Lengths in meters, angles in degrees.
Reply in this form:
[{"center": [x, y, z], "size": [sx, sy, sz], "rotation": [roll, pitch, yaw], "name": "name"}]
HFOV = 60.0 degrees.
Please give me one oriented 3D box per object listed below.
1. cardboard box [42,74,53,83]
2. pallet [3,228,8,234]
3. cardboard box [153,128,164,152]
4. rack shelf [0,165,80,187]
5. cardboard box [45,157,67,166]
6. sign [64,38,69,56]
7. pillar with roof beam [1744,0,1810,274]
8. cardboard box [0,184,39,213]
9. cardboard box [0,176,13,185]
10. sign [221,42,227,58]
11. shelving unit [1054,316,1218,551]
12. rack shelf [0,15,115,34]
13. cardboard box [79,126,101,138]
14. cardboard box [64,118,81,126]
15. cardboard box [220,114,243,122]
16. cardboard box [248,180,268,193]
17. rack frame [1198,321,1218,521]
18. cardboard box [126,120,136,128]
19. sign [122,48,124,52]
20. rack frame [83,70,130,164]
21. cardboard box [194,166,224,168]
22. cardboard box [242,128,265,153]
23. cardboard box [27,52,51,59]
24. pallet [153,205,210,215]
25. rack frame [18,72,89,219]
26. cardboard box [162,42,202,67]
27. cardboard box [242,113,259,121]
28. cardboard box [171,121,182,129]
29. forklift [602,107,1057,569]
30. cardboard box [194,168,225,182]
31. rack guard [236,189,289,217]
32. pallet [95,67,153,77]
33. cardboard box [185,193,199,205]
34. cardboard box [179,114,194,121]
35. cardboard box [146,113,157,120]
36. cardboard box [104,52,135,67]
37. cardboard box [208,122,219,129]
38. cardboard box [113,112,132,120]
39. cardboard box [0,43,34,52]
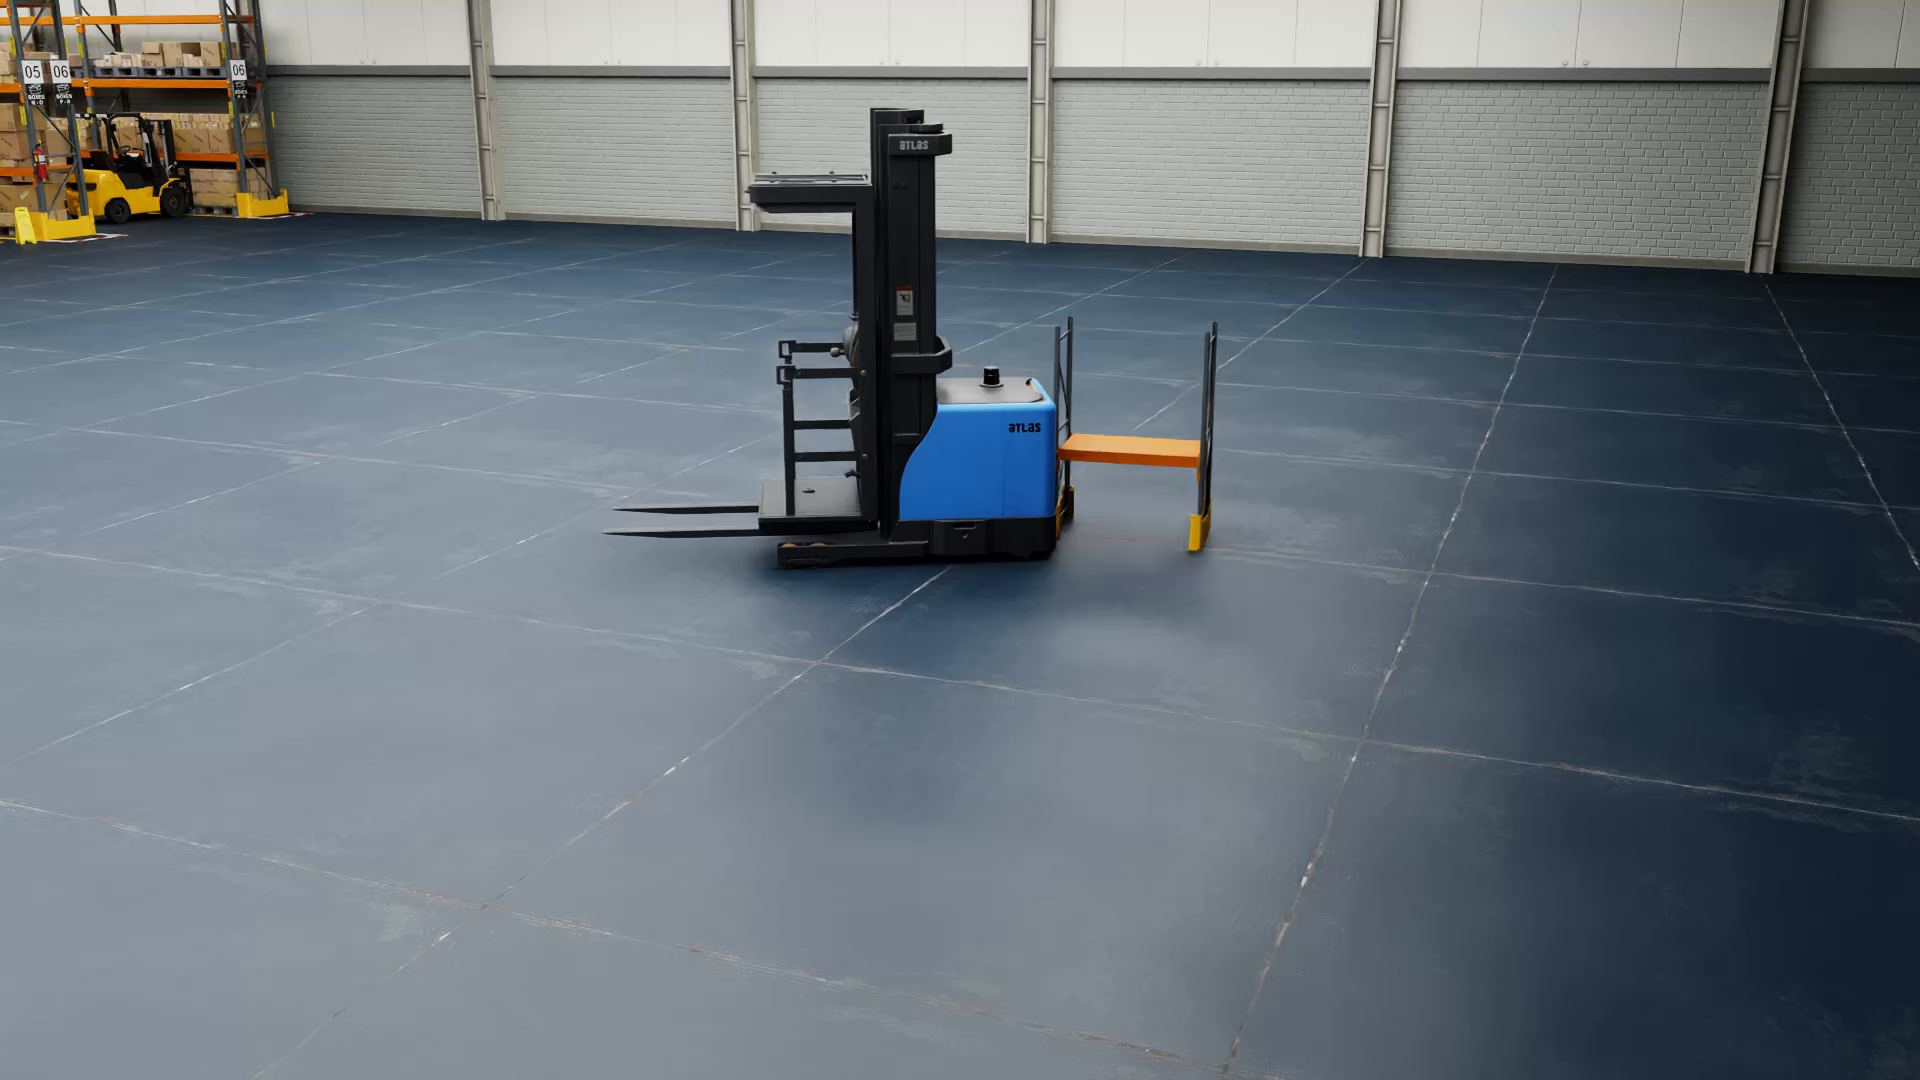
[{"center": [-16.991, -8.585, 30.934], "size": [0.250, 0.149, 0.380], "rotation": [6, 17, 21], "name": "cardboard box"}, {"center": [-18.746, -6.033, 32.075], "size": [1.213, 0.211, 1.003], "rotation": [6, 17, 21], "name": "pallet"}, {"center": [-16.966, -8.621, 35.810], "size": [0.500, 0.500, 0.500], "rotation": [6, 17, 21], "name": "cardboard box"}, {"center": [-18.663, -7.006, 31.715], "size": [4.000, 0.370, 1.077], "rotation": [6, 17, 21], "name": "rack shelf"}, {"center": [-17.042, -7.114, 31.250], "size": [0.250, 0.149, 0.380], "rotation": [6, 17, 21], "name": "cardboard box"}, {"center": [-16.603, -9.148, 30.855], "size": [0.005, 0.325, 0.100], "rotation": [6, 17, 21], "name": "sign"}, {"center": [11.027, -7.435, 21.143], "size": [0.400, 9.000, 9.100], "rotation": [6, 17, 21], "name": "pillar with roof beam"}, {"center": [-17.643, -6.402, 31.180], "size": [0.500, 0.500, 0.500], "rotation": [6, 17, 21], "name": "cardboard box"}, {"center": [-18.009, -6.734, 31.159], "size": [0.250, 0.149, 0.380], "rotation": [7, 18, 22], "name": "cardboard box"}, {"center": [-15.196, -10.123, 34.336], "size": [0.005, 0.325, 0.100], "rotation": [6, 17, 21], "name": "sign"}, {"center": [1.205, -0.762, 11.608], "size": [1.083, 1.500, 0.587], "rotation": [4, 17, 14], "name": "shelving unit"}, {"center": [-20.566, -11.392, 36.780], "size": [4.000, 0.370, 1.077], "rotation": [6, 17, 21], "name": "rack shelf"}, {"center": [-19.256, -8.995, 36.652], "size": [0.500, 0.250, 0.500], "rotation": [6, 17, 19], "name": "cardboard box"}, {"center": [-19.559, -9.241, 36.781], "size": [0.250, 0.149, 0.380], "rotation": [6, 17, 21], "name": "cardboard box"}, {"center": [-15.395, -8.919, 35.138], "size": [0.250, 0.149, 0.380], "rotation": [6, 17, 21], "name": "cardboard box"}, {"center": [-15.345, -7.658, 35.953], "size": [0.500, 0.250, 0.500], "rotation": [7, 17, 22], "name": "cardboard box"}, {"center": [1.706, -0.726, 11.483], "size": [0.032, 1.500, 0.500], "rotation": [4, 17, 14], "name": "rack frame"}, {"center": [-17.809, -9.012, 35.994], "size": [0.250, 0.149, 0.380], "rotation": [7, 17, 22], "name": "cardboard box"}, {"center": [-18.503, -10.714, 36.751], "size": [0.005, 0.325, 0.100], "rotation": [6, 17, 21], "name": "sign"}, {"center": [-18.705, -8.843, 36.756], "size": [0.127, 3.000, 1.000], "rotation": [6, 17, 21], "name": "rack frame"}, {"center": [-16.289, -7.998, 36.229], "size": [0.500, 0.250, 0.500], "rotation": [6, 17, 20], "name": "cardboard box"}, {"center": [-15.343, -8.605, 35.755], "size": [0.500, 0.500, 0.500], "rotation": [7, 18, 22], "name": "cardboard box"}, {"center": [-17.058, -8.939, 30.724], "size": [0.250, 0.149, 0.380], "rotation": [6, 17, 20], "name": "cardboard box"}, {"center": [-16.842, -7.288, 36.398], "size": [1.213, 0.211, 1.003], "rotation": [6, 17, 21], "name": "pallet"}, {"center": [-16.802, -7.147, 30.910], "size": [0.127, 3.000, 1.000], "rotation": [6, 17, 21], "name": "rack frame"}, {"center": [-16.401, -10.285, 35.230], "size": [0.500, 0.500, 0.700], "rotation": [6, 17, 21], "name": "cardboard box"}, {"center": [-15.218, -9.026, 35.510], "size": [0.250, 0.149, 0.380], "rotation": [6, 17, 20], "name": "cardboard box"}, {"center": [-16.612, -8.882, 35.544], "size": [0.250, 0.149, 0.380], "rotation": [6, 17, 21], "name": "cardboard box"}, {"center": [-0.897, -1.371, 11.140], "size": [3.031, 2.935, 1.130], "rotation": [-1, 16, -5], "name": "forklift"}, {"center": [-16.004, -7.813, 35.590], "size": [0.500, 0.250, 0.500], "rotation": [7, 17, 22], "name": "cardboard box"}, {"center": [-14.962, -7.231, 35.686], "size": [0.348, 0.500, 1.175], "rotation": [6, 17, 21], "name": "rack guard"}, {"center": [-17.902, -10.161, 36.072], "size": [1.213, 0.211, 1.003], "rotation": [6, 17, 21], "name": "pallet"}, {"center": [-16.458, -7.388, 35.922], "size": [0.500, 0.250, 0.500], "rotation": [6, 17, 21], "name": "cardboard box"}, {"center": [-16.376, -8.998, 35.412], "size": [0.250, 0.149, 0.380], "rotation": [7, 18, 22], "name": "cardboard box"}, {"center": [-17.290, -9.125, 35.849], "size": [0.250, 0.149, 0.380], "rotation": [6, 17, 20], "name": "cardboard box"}, {"center": [-18.021, -10.343, 35.767], "size": [0.500, 0.311, 0.500], "rotation": [7, 17, 22], "name": "cardboard box"}, {"center": [-15.658, -8.775, 35.177], "size": [0.250, 0.149, 0.380], "rotation": [7, 17, 22], "name": "cardboard box"}, {"center": [-18.235, -9.238, 36.237], "size": [0.250, 0.149, 0.380], "rotation": [7, 17, 21], "name": "cardboard box"}, {"center": [-20.895, -10.749, 36.829], "size": [0.500, 0.500, 0.500], "rotation": [7, 17, 22], "name": "cardboard box"}]
